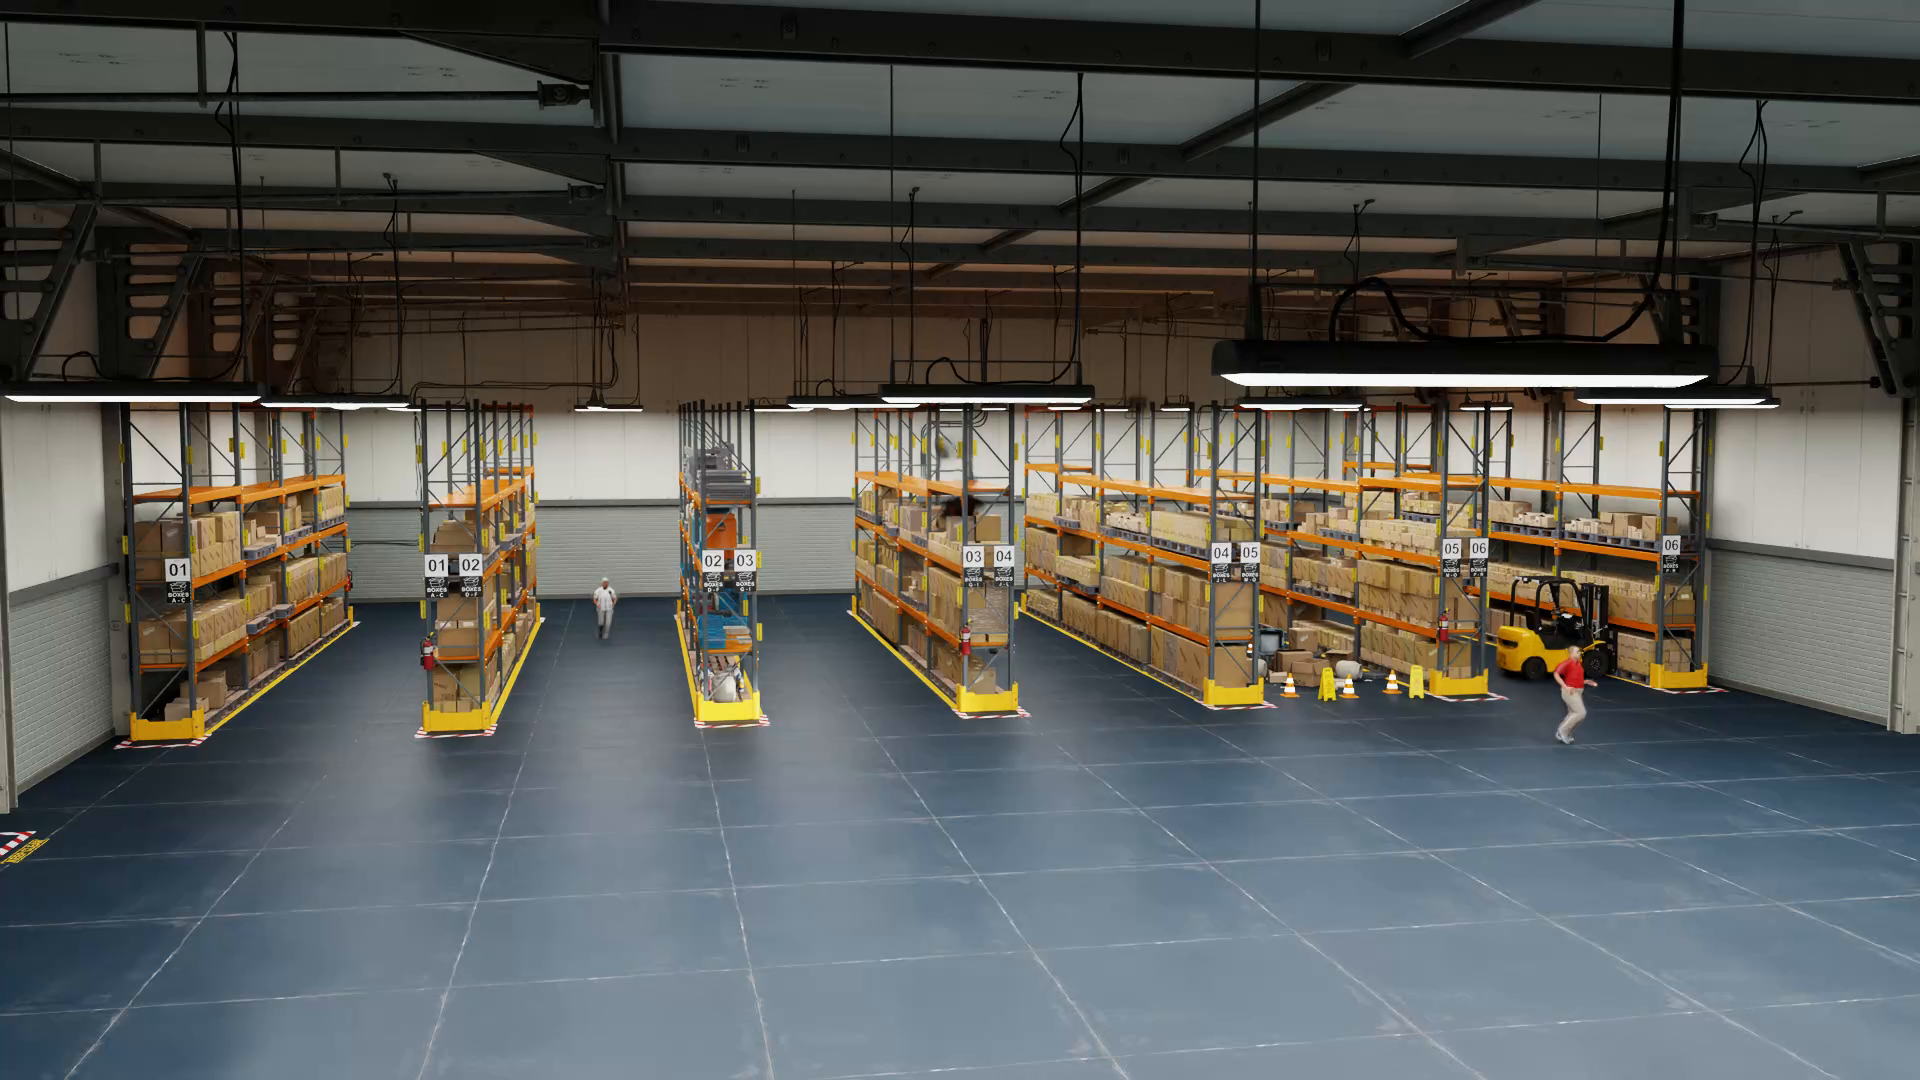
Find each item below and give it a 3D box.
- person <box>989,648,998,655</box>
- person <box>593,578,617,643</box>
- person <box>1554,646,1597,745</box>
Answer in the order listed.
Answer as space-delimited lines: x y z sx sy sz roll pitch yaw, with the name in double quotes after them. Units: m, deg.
0.889 1.895 39.461 0.633 1.694 0.661 -1 5 -17 "person"
-8.927 1.762 41.882 0.591 1.622 0.549 -1 4 -16 "person"
10.692 2.697 28.889 0.650 1.714 0.633 4 6 41 "person"
